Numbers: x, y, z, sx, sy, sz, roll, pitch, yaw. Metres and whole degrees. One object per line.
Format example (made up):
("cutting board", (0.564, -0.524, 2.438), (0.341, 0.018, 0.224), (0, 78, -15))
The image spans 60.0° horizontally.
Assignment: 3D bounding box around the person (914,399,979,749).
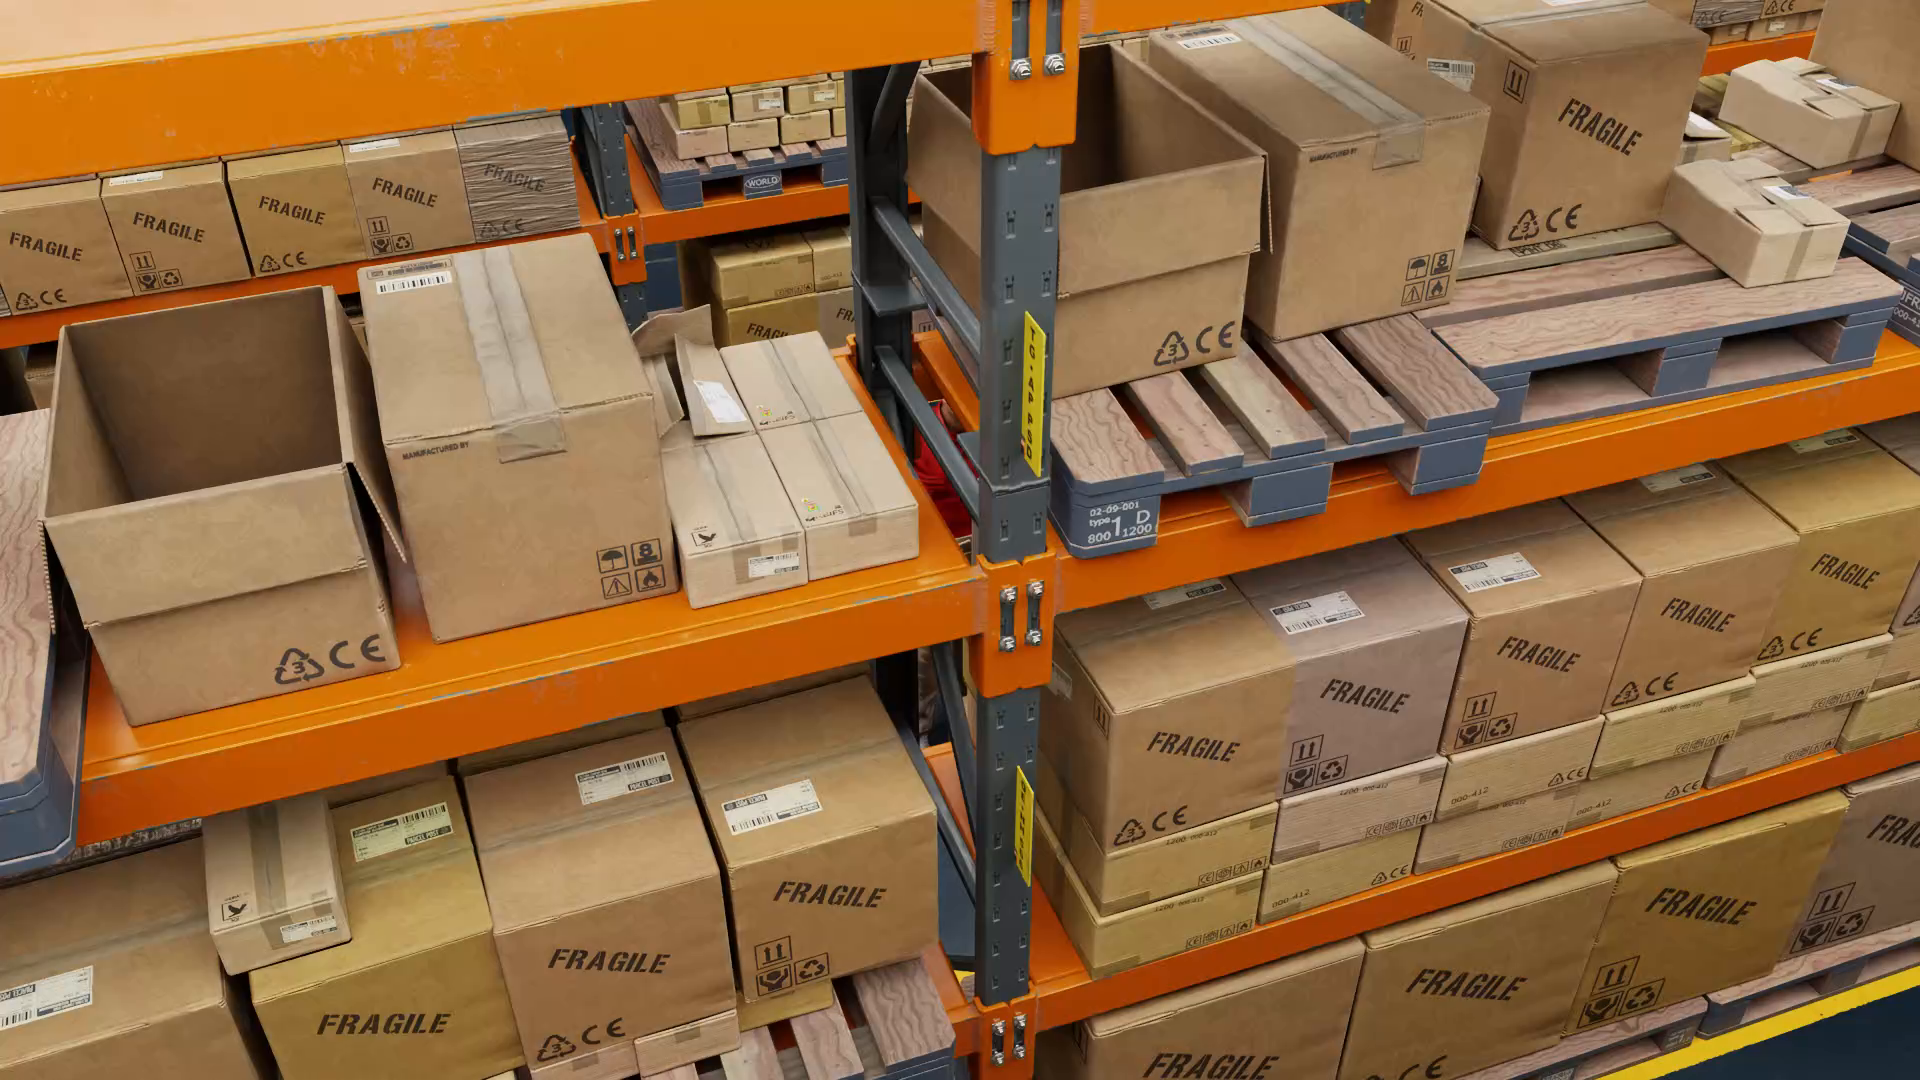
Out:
("person", (0.009, 0.110, 6.641), (0.640, 1.727, 0.551), (-12, 39, -16))
